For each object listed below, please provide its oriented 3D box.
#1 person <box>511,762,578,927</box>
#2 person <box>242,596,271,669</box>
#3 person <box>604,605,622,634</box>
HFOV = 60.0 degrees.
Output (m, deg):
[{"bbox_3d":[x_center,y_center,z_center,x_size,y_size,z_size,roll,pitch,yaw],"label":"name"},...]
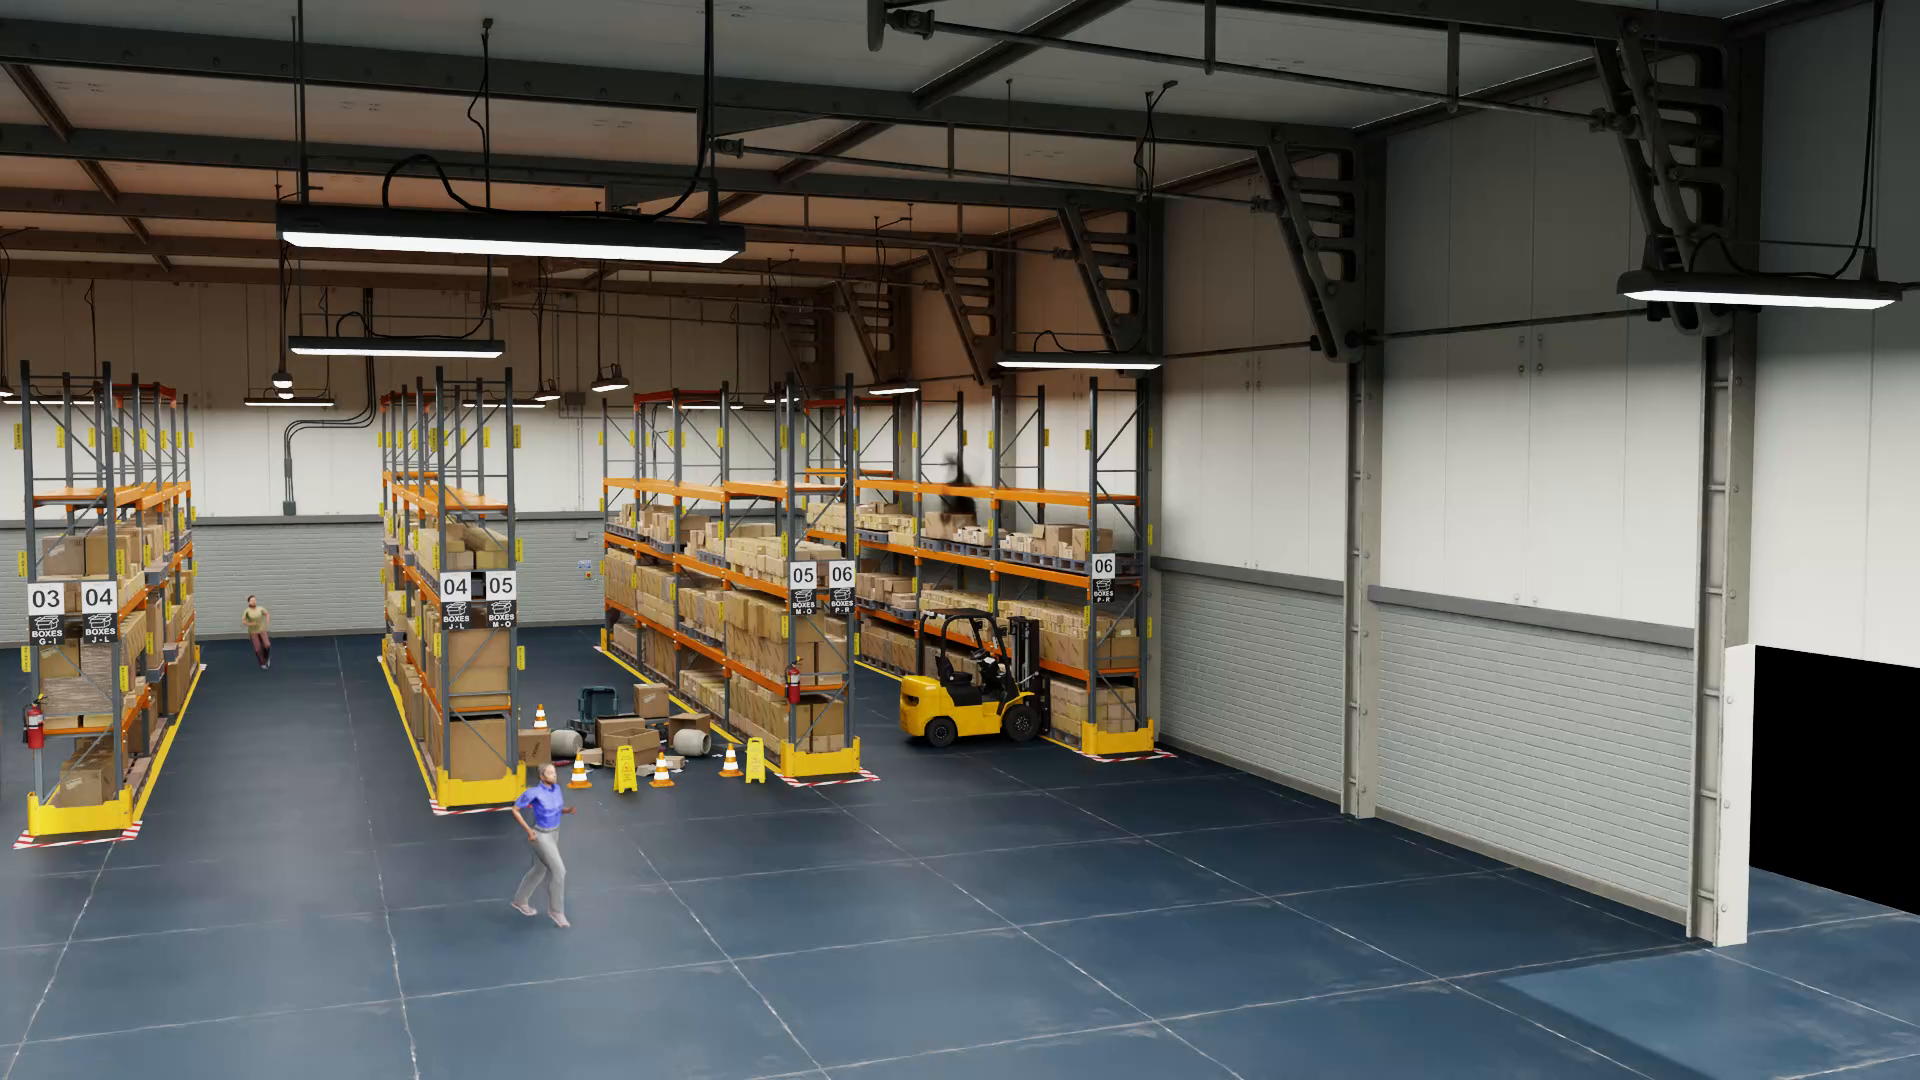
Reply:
[{"bbox_3d":[-4.317,3.151,17.283,0.751,1.724,0.549,1,4,16],"label":"person"},{"bbox_3d":[-15.301,2.014,36.172,0.572,1.611,0.533,-2,4,-29],"label":"person"},{"bbox_3d":[-8.471,1.678,40.956,0.871,1.729,0.774,0,3,3],"label":"person"}]
